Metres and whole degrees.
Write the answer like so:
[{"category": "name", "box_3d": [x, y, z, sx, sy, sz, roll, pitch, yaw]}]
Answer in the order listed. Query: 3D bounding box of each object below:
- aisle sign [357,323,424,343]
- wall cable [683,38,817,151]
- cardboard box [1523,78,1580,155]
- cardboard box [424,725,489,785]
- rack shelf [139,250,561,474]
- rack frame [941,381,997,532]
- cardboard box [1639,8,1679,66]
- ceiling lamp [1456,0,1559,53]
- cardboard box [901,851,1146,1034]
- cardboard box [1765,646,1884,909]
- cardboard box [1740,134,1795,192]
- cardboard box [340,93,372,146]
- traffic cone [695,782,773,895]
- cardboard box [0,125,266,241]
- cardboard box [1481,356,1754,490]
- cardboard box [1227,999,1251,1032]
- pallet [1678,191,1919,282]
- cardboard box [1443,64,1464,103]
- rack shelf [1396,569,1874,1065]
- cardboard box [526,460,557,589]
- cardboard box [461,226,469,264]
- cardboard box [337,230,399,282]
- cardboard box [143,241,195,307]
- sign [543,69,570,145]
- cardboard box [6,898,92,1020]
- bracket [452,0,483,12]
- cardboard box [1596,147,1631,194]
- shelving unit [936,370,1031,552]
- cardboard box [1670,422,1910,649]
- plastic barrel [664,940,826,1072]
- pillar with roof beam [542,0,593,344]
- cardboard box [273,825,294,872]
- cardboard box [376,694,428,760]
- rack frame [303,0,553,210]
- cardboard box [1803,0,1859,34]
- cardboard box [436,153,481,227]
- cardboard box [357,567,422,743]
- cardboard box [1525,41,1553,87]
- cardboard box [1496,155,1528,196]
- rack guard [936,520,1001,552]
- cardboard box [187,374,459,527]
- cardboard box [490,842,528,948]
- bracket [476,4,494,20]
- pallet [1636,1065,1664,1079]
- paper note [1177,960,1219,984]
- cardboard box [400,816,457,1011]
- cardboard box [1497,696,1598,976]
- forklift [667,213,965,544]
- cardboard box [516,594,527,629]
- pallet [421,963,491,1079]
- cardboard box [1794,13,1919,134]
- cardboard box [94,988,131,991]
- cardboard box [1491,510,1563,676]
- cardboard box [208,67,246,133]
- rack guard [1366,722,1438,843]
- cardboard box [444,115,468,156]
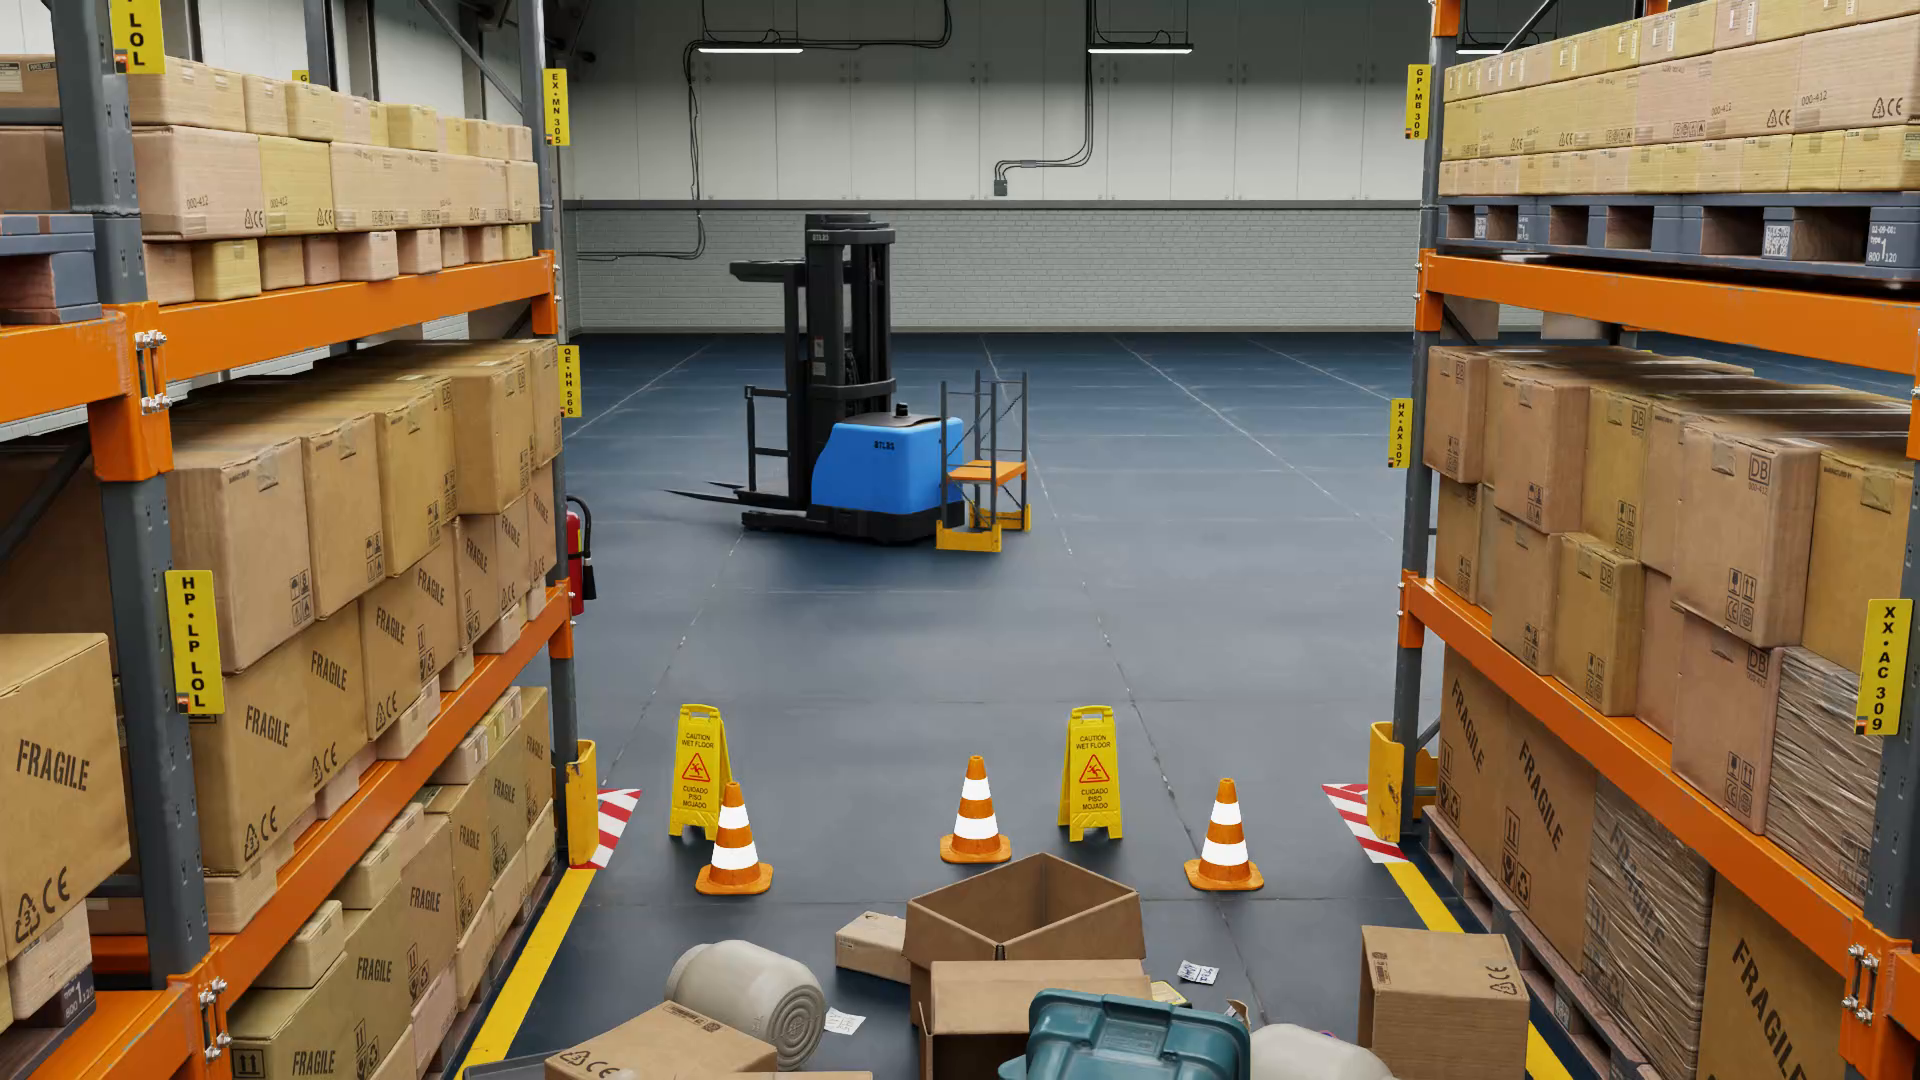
[{"category": "aisle sign", "box_3d": [-2.639, -1.283, 7.490, 0.394, 0.787, 0.004, 0, 11, -1]}, {"category": "wall cable", "box_3d": [-4.831, -10.294, 38.463, 3.097, 2.526, 0.112, 0, 11, -1]}, {"category": "cardboard box", "box_3d": [2.396, -1.537, 6.059, 0.500, 0.250, 0.500, 0, 11, -2]}, {"category": "cardboard box", "box_3d": [-1.970, 0.792, 6.144, 0.380, 0.149, 0.250, 0, 11, 1]}, {"category": "rack shelf", "box_3d": [-2.286, -0.718, 5.508, 1.077, 0.370, 4.000, 0, 11, -1]}, {"category": "rack frame", "box_3d": [0.077, -0.649, 14.675, 0.500, 1.500, 0.032, 4, 12, 17]}, {"category": "cardboard box", "box_3d": [2.350, -1.558, 5.158, 0.380, 0.149, 0.250, 0, 11, -2]}, {"category": "ceiling lamp", "box_3d": [10.479, -10.909, 31.710, 2.000, 3.185, 0.800, 0, 11, -1]}, {"category": "cardboard box", "box_3d": [0.240, 1.565, 6.273, 0.797, 0.503, 0.637, -10, 15, -40]}, {"category": "cardboard box", "box_3d": [2.682, 0.610, 4.320, 0.875, 0.550, 0.550, 0, 11, -1]}, {"category": "cardboard box", "box_3d": [2.363, -1.017, 4.500, 0.380, 0.149, 0.250, 0, 11, 0]}, {"category": "cardboard box", "box_3d": [-2.007, -1.263, 5.013, 0.380, 0.149, 0.250, 0, 11, -2]}, {"category": "traffic cone", "box_3d": [-1.029, 1.326, 7.551, 0.336, 0.463, 0.334, 0, 11, -1]}, {"category": "cardboard box", "box_3d": [-1.980, -0.833, 3.899, 0.500, 0.250, 0.500, 0, 11, -2]}, {"category": "cardboard box", "box_3d": [2.692, -0.458, 6.870, 0.875, 0.550, 0.550, 0, 11, -1]}, {"category": "cardboard box", "box_3d": [0.825, 1.763, 5.893, 0.396, 0.266, 0.258, 2, 12, 9]}, {"category": "pallet", "box_3d": [2.696, -0.832, 4.487, 1.003, 0.211, 1.213, 0, 11, -1]}, {"category": "cardboard box", "box_3d": [2.308, -1.963, 7.156, 0.380, 0.149, 0.250, 0, 11, -1]}, {"category": "rack shelf", "box_3d": [2.661, 0.712, 6.005, 1.077, 0.370, 4.000, 0, 11, -1]}, {"category": "cardboard box", "box_3d": [-2.041, -0.086, 7.128, 0.500, 0.500, 0.500, 0, 11, -2]}, {"category": "cardboard box", "box_3d": [-2.093, -1.122, 6.323, 0.380, 0.149, 0.250, 0, 11, -1]}, {"category": "cardboard box", "box_3d": [-1.945, -0.869, 5.077, 0.380, 0.149, 0.250, 0, 11, -2]}, {"category": "cardboard box", "box_3d": [-2.004, -0.613, 3.815, 0.380, 0.149, 0.250, 0, 11, -2]}, {"category": "sign", "box_3d": [-1.772, -1.900, 7.300, 0.100, 0.325, 0.005, 0, 11, -1]}, {"category": "cardboard box", "box_3d": [-1.958, 0.816, 3.260, 0.380, 0.149, 0.250, 0, 11, 0]}, {"category": "bracket", "box_3d": [-8.256, -8.716, 26.527, 0.076, 0.066, 4.783, 0, 11, -1]}, {"category": "cardboard box", "box_3d": [2.342, -1.219, 5.495, 0.380, 0.149, 0.250, 0, 11, -1]}, {"category": "shelving unit", "box_3d": [0.228, -0.743, 15.142, 0.587, 1.500, 1.083, 4, 12, 17]}, {"category": "cardboard box", "box_3d": [2.601, -0.028, 4.751, 0.875, 0.550, 0.550, 0, 11, -1]}, {"category": "plastic barrel", "box_3d": [-0.771, 1.669, 5.957, 0.512, 0.421, 0.421, 9, 15, 38]}, {"category": "pillar with roof beam", "box_3d": [-4.493, -8.756, 35.775, 9.100, 9.000, 0.548, 0, 11, -1]}, {"category": "cardboard box", "box_3d": [-1.988, 0.807, 4.361, 0.380, 0.149, 0.250, 0, 11, 0]}, {"category": "cardboard box", "box_3d": [-1.948, 0.602, 5.369, 0.380, 0.149, 0.250, 0, 11, -1]}, {"category": "rack frame", "box_3d": [-2.328, -2.938, 7.098, 1.000, 3.000, 0.127, 0, 11, -1]}, {"category": "cardboard box", "box_3d": [2.371, -1.357, 4.170, 0.380, 0.149, 0.250, 0, 11, -1]}, {"category": "cardboard box", "box_3d": [-2.023, -1.236, 5.884, 0.500, 0.250, 0.500, 0, 11, 0]}, {"category": "cardboard box", "box_3d": [-2.006, 0.315, 5.156, 0.500, 0.500, 0.500, 0, 11, -2]}, {"category": "cardboard box", "box_3d": [2.328, -1.761, 6.160, 0.380, 0.149, 0.250, 0, 11, -2]}, {"category": "cardboard box", "box_3d": [2.322, -1.420, 6.483, 0.380, 0.149, 0.250, 0, 11, -1]}, {"category": "rack guard", "box_3d": [0.078, -0.036, 14.801, 0.587, 0.250, 0.087, 4, 12, 17]}, {"category": "cardboard box", "box_3d": [-2.111, -0.280, 5.574, 0.700, 0.500, 0.500, 0, 11, -2]}, {"category": "cardboard box", "box_3d": [-2.039, 1.407, 6.632, 0.500, 0.250, 0.500, 0, 11, -1]}, {"category": "bracket", "box_3d": [-8.309, -9.228, 29.052, 0.235, 0.232, 0.430, 0, 11, -1]}, {"category": "pallet", "box_3d": [2.765, 1.972, 4.998, 1.003, 0.211, 1.213, 0, 11, -1]}, {"category": "paper note", "box_3d": [0.953, 1.728, 6.659, 0.144, 0.017, 0.142, 4, 12, 18]}, {"category": "cardboard box", "box_3d": [-2.019, 1.244, 5.548, 0.500, 0.500, 0.500, 0, 11, 2]}, {"category": "cardboard box", "box_3d": [2.720, 1.107, 6.538, 0.875, 0.875, 0.875, 0, 11, -2]}, {"category": "forklift", "box_3d": [-1.468, -1.600, 15.764, 3.031, 2.935, 1.130, 7, 14, 32]}, {"category": "cardboard box", "box_3d": [-2.006, 0.300, 6.859, 0.380, 0.149, 0.250, 0, 11, -2]}, {"category": "pallet", "box_3d": [-2.322, 1.788, 5.908, 1.003, 0.211, 1.213, 0, 11, -1]}, {"category": "cardboard box", "box_3d": [2.435, -1.137, 4.087, 0.500, 0.250, 0.500, 0, 11, -2]}, {"category": "cardboard box", "box_3d": [-2.525, 1.455, 4.506, 0.500, 0.500, 0.500, 0, 11, -2]}, {"category": "cardboard box", "box_3d": [2.592, 0.183, 6.426, 0.875, 0.550, 0.550, 0, 11, -1]}, {"category": "cardboard box", "box_3d": [-1.960, -1.056, 3.992, 0.380, 0.149, 0.250, 0, 11, 1]}, {"category": "rack guard", "box_3d": [2.619, 1.182, 8.166, 1.175, 0.500, 0.348, 0, 11, -1]}, {"category": "cardboard box", "box_3d": [-2.081, -1.517, 6.263, 0.380, 0.149, 0.250, 0, 11, -1]}]
